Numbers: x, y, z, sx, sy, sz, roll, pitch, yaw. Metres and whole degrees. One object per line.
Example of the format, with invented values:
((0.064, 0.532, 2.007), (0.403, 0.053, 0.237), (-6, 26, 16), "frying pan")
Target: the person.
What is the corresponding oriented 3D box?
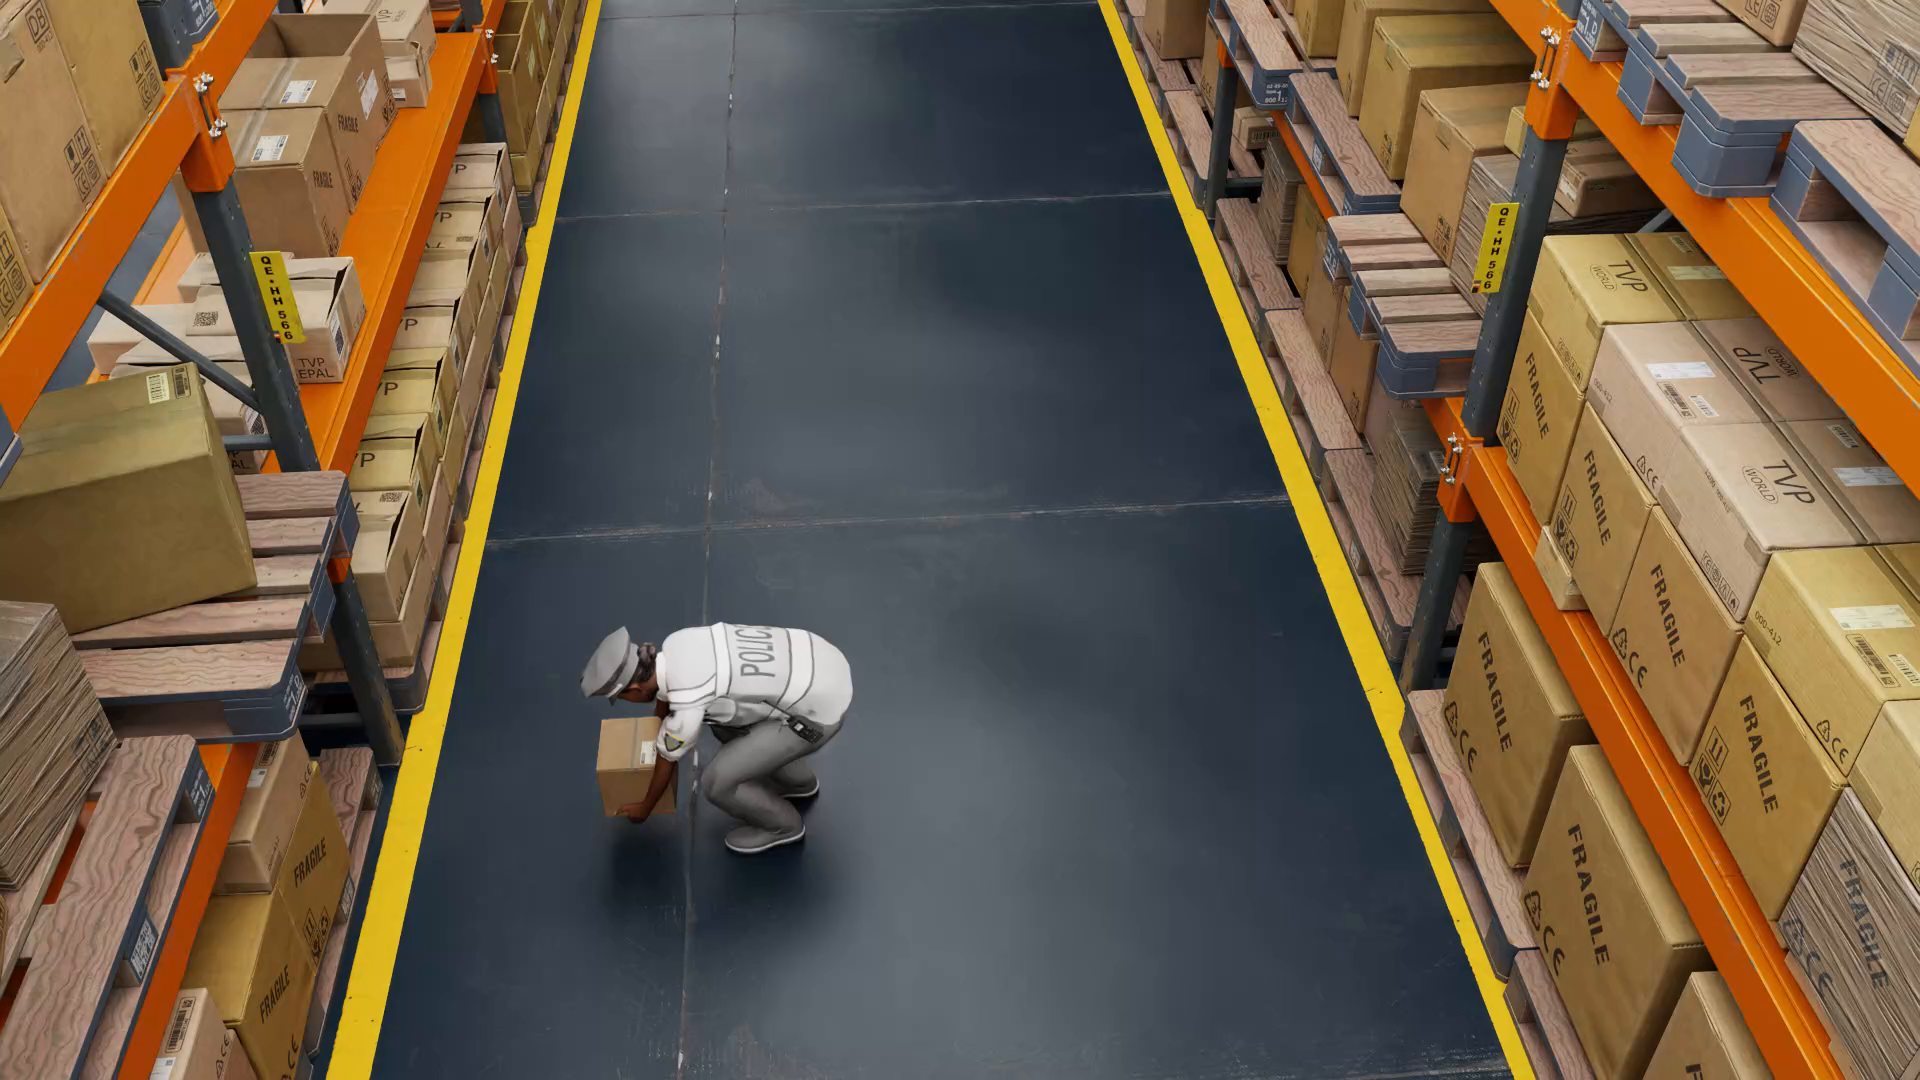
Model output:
((-0.832, 0.669, 5.884), (0.916, 0.979, 0.457), (-5, 40, -6), "person")
